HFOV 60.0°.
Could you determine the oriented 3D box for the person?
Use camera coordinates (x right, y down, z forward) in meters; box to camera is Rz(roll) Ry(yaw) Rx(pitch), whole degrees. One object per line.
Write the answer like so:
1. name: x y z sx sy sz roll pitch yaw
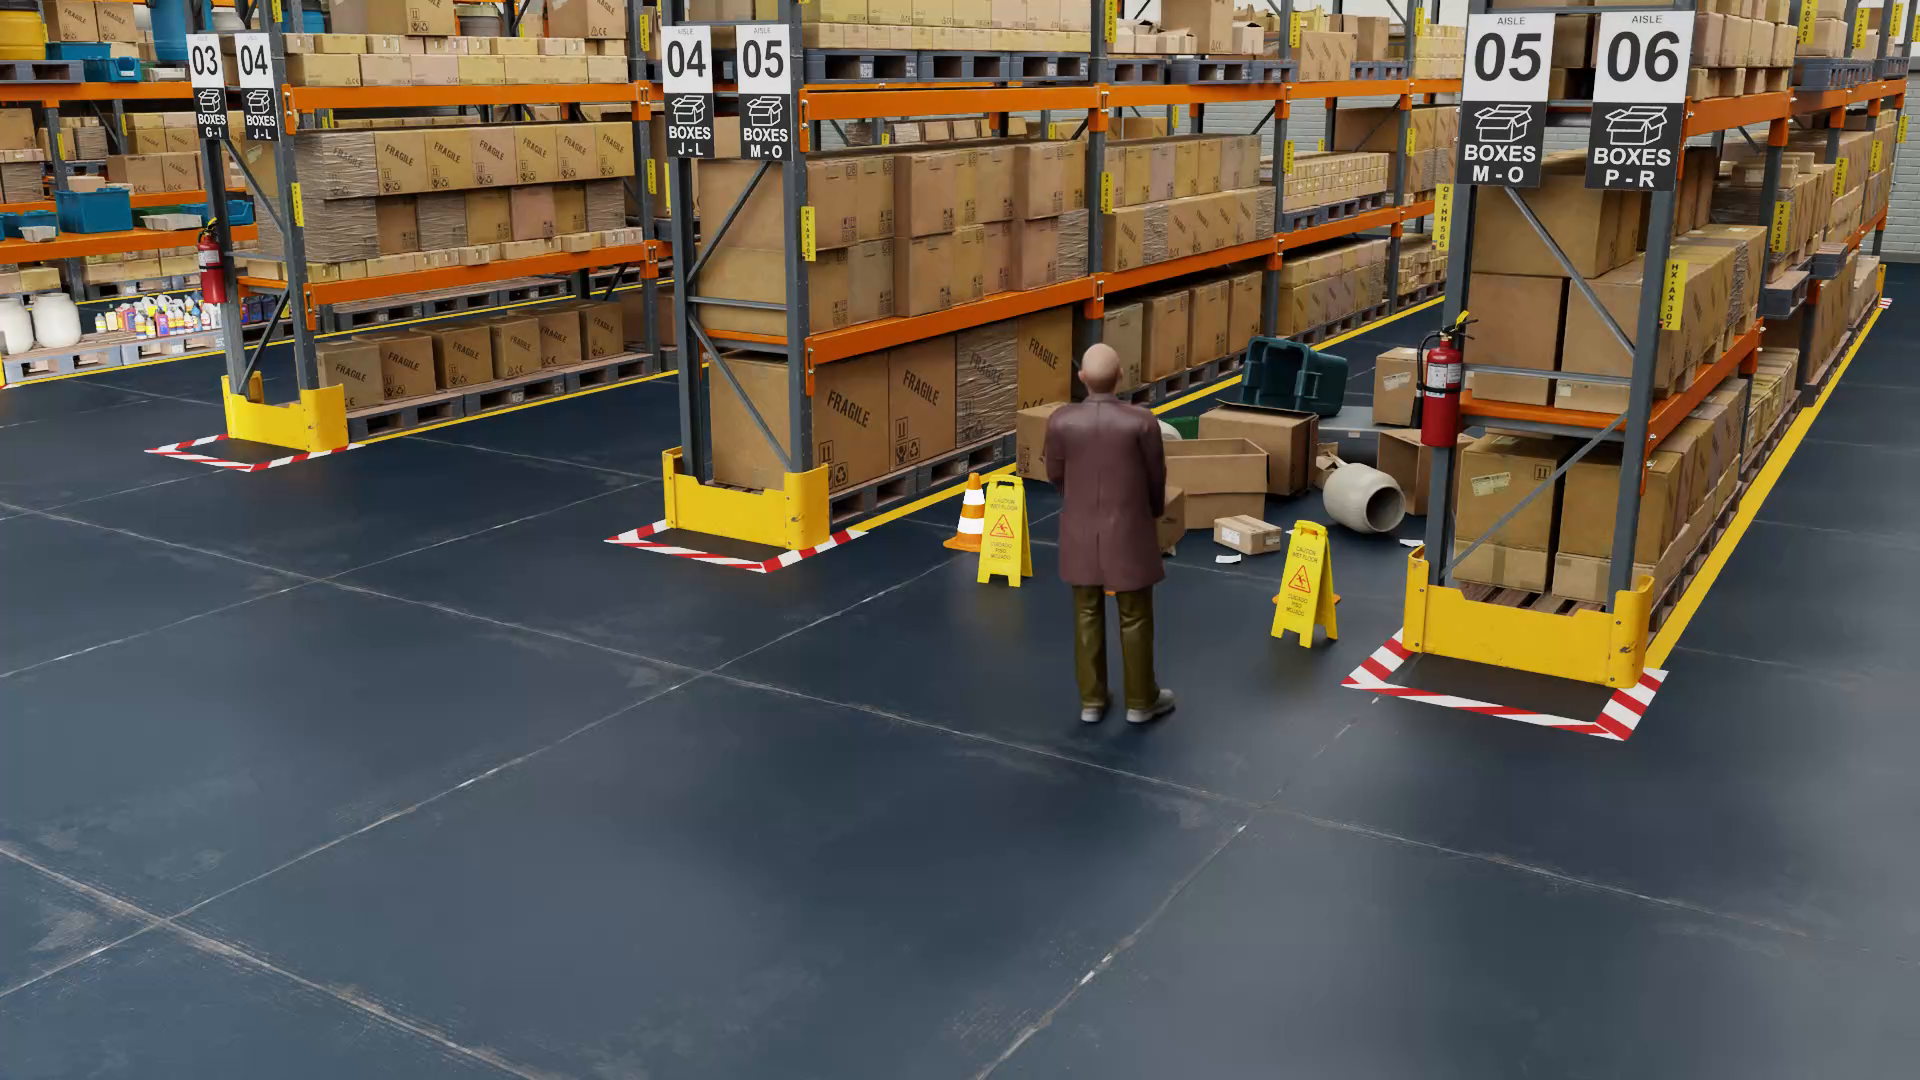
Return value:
1. person: 0.695 -0.036 7.666 0.588 1.781 0.497 5 17 18
